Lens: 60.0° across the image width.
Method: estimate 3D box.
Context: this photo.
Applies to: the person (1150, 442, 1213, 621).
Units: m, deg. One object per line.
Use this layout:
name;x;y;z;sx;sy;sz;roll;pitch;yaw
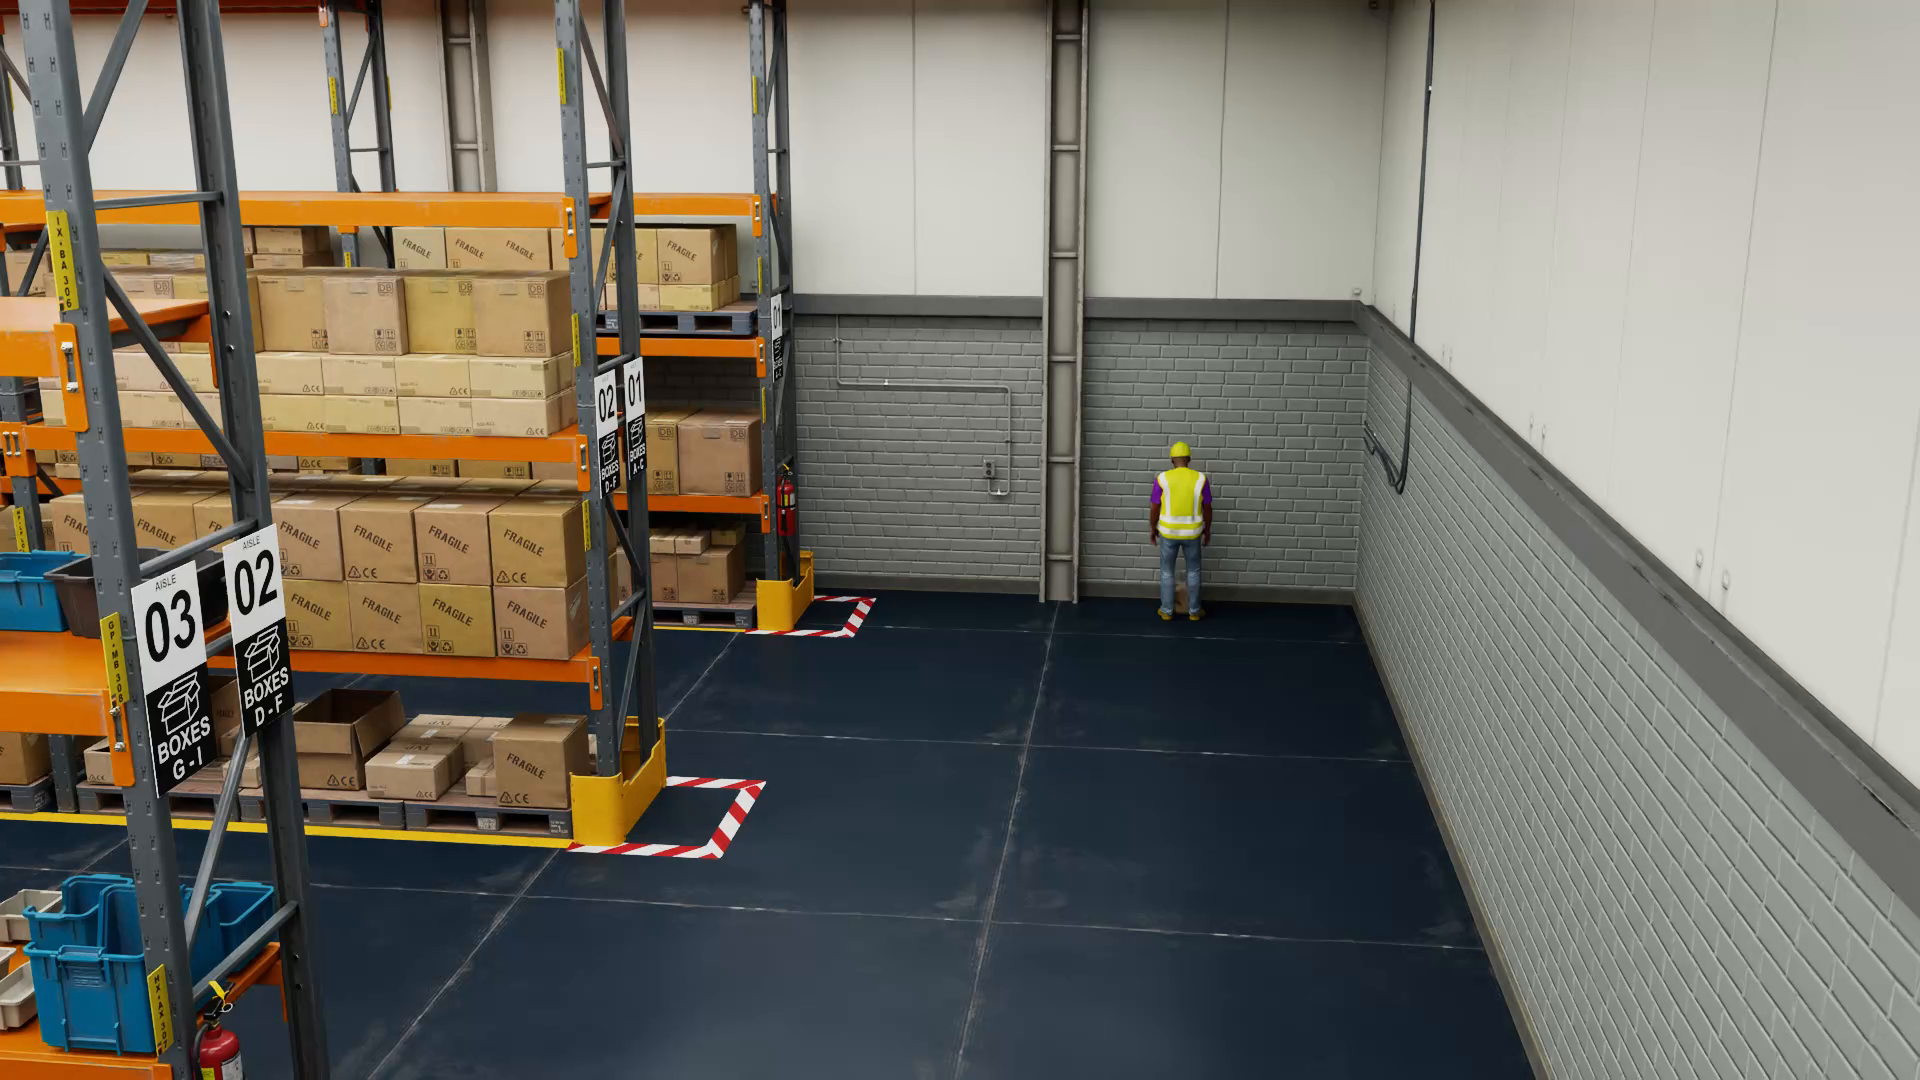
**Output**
person;2.160;-0.086;16.305;0.609;1.761;0.452;1;14;4
